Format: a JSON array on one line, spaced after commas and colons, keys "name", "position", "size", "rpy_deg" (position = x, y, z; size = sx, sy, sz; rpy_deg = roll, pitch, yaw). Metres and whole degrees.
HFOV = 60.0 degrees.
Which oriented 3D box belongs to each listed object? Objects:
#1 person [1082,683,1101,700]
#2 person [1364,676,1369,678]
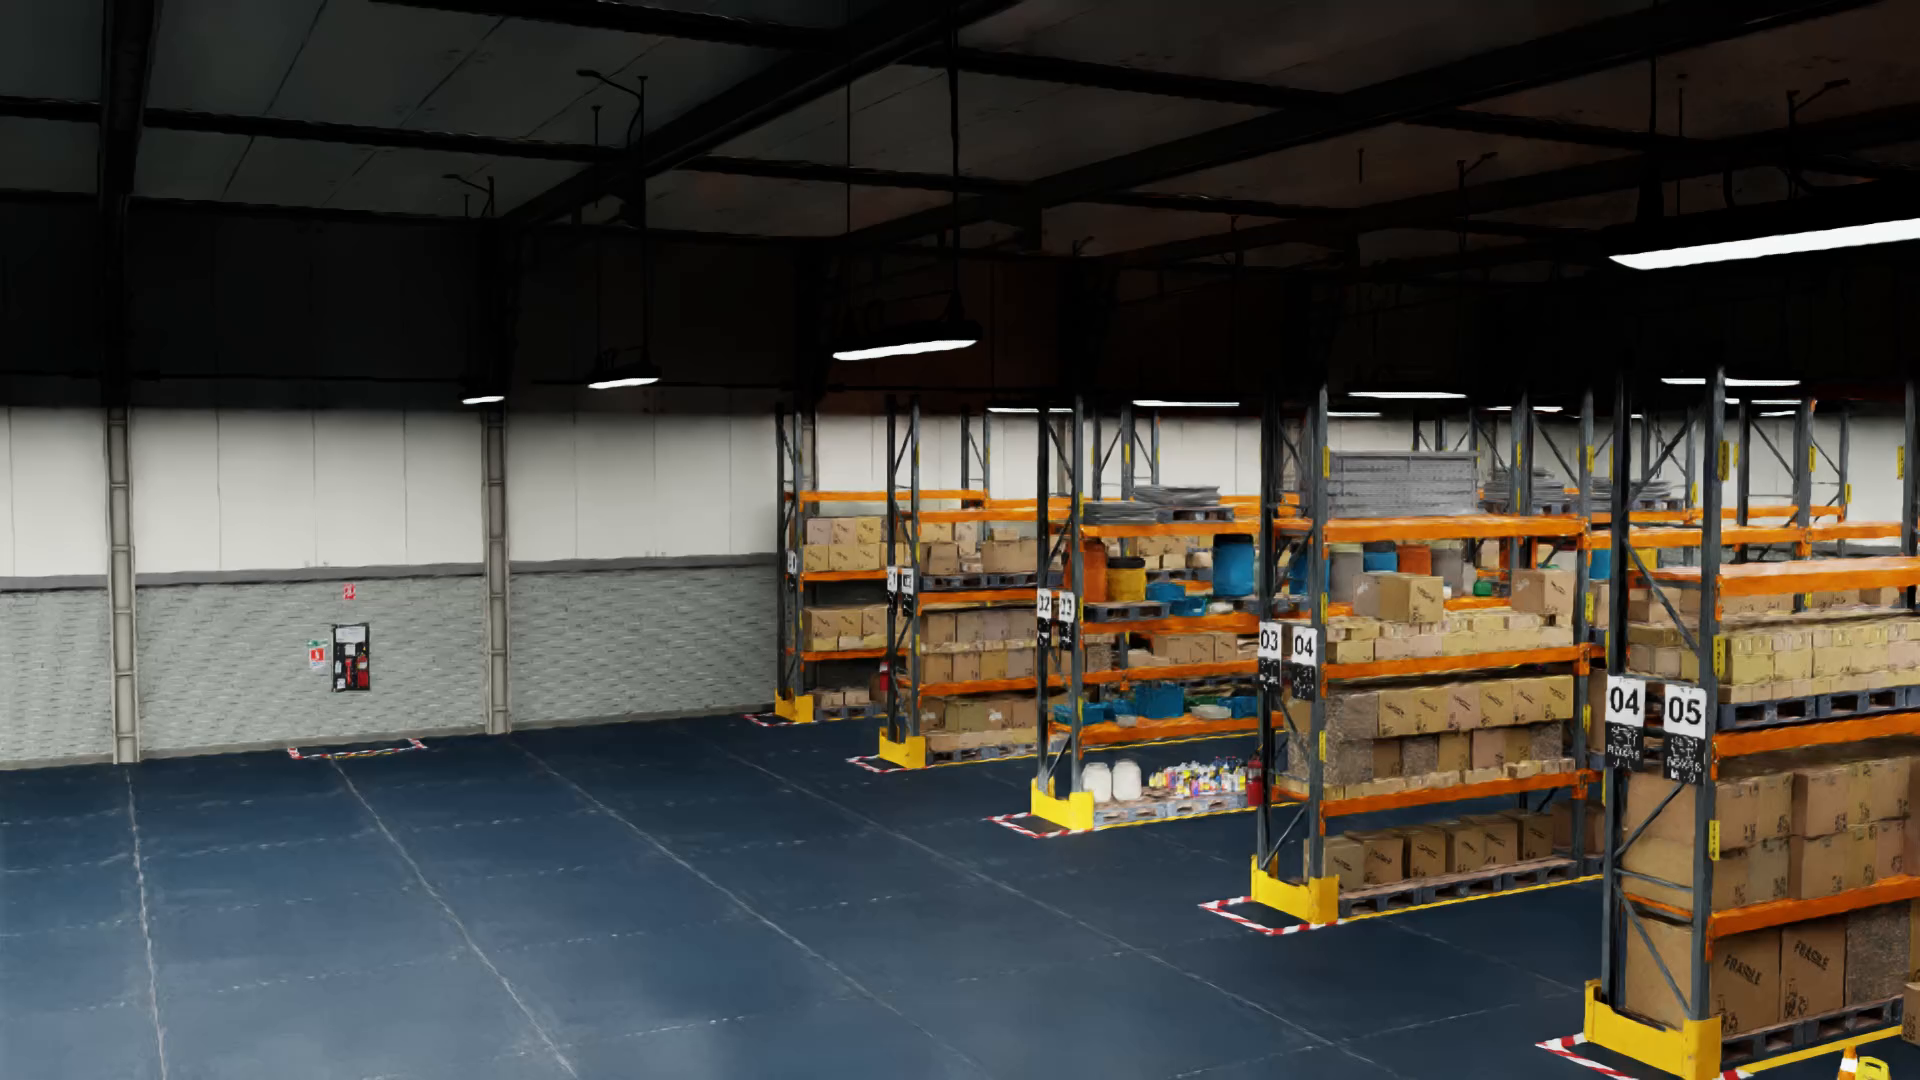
[{"name": "person", "position": [2.307, 2.576, 30.643], "size": [1.128, 1.689, 0.575], "rpy_deg": [-2, 4, -30]}, {"name": "person", "position": [6.542, 2.798, 26.776], "size": [0.536, 1.715, 0.682], "rpy_deg": [-2, 4, -28]}]
